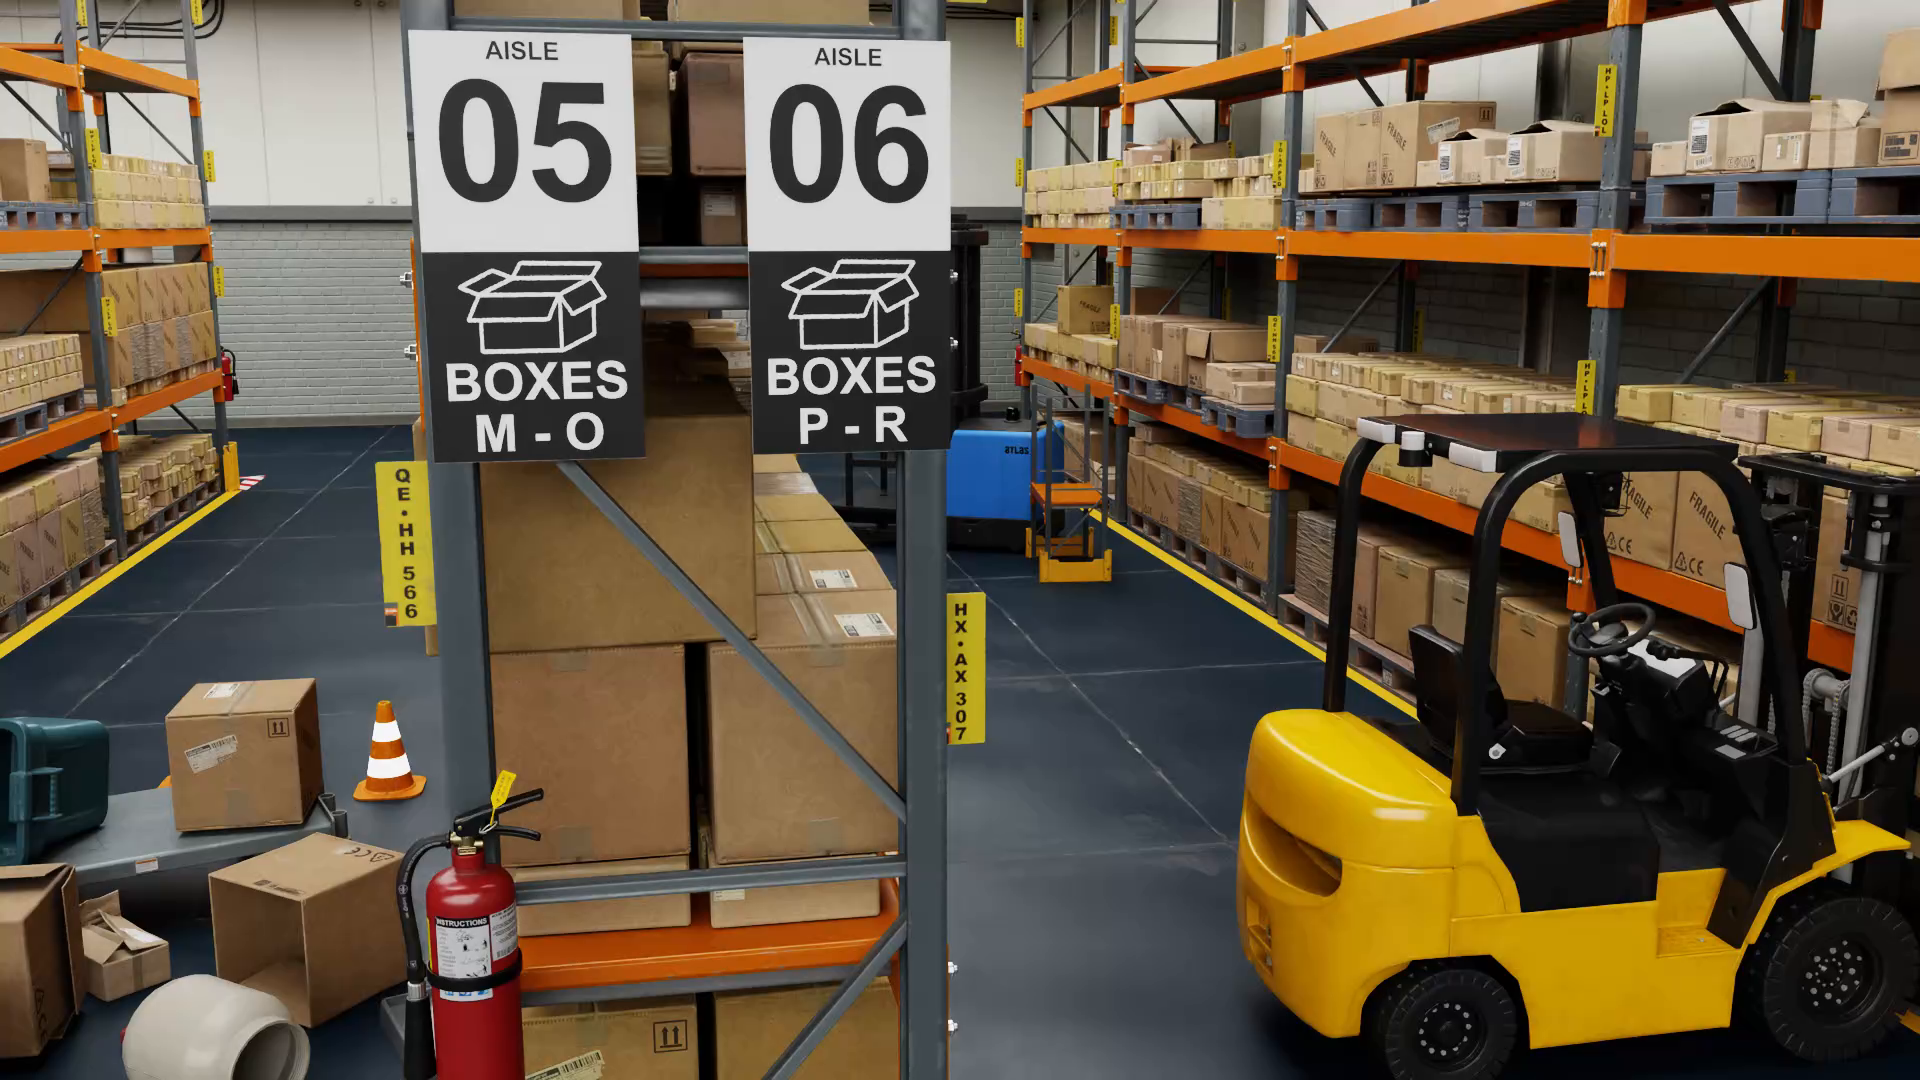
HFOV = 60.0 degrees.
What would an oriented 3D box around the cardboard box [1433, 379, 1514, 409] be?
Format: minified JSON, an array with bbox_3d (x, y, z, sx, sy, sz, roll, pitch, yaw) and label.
[{"bbox_3d":[3.000,-0.854,9.714,0.380,0.149,0.250,-2,11,-11],"label":"cardboard box"}]

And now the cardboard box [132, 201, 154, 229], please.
[{"bbox_3d":[-7.718,-2.968,15.202,0.500,0.250,0.500,-2,11,-9],"label":"cardboard box"}]

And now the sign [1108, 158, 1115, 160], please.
[{"bbox_3d":[1.776,-4.325,19.558,0.100,0.325,0.005,-2,11,-11],"label":"sign"}]

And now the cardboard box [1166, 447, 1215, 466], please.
[{"bbox_3d":[2.072,-0.743,14.959,0.380,0.149,0.250,-2,11,-12],"label":"cardboard box"}]

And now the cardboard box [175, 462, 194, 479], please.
[{"bbox_3d":[-7.877,-0.696,16.588,0.380,0.149,0.250,-2,11,-10],"label":"cardboard box"}]

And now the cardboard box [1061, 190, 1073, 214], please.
[{"bbox_3d":[1.376,-3.573,17.585,0.500,0.250,0.500,-2,11,-12],"label":"cardboard box"}]

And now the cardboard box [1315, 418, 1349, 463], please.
[{"bbox_3d":[2.723,-0.676,11.180,0.500,0.250,0.500,-2,11,-12],"label":"cardboard box"}]

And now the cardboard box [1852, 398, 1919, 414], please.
[{"bbox_3d":[4.103,-0.526,7.193,0.380,0.149,0.250,-2,11,-12],"label":"cardboard box"}]

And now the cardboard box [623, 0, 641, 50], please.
[{"bbox_3d":[-0.896,-1.126,3.659,0.380,0.149,0.250,-2,11,-10],"label":"cardboard box"}]

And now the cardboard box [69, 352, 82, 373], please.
[{"bbox_3d":[-7.427,-1.449,13.596,0.380,0.149,0.250,-2,11,-9],"label":"cardboard box"}]

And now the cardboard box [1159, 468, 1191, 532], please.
[{"bbox_3d":[2.085,-0.358,14.673,0.500,0.500,0.500,-2,11,-13],"label":"cardboard box"}]

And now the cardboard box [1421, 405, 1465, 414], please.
[{"bbox_3d":[3.015,-0.639,9.651,0.500,0.250,0.500,-2,11,-10],"label":"cardboard box"}]

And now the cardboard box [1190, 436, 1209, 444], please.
[{"bbox_3d":[2.360,-0.906,15.815,0.380,0.149,0.250,-3,11,-13],"label":"cardboard box"}]

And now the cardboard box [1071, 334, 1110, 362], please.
[{"bbox_3d":[1.471,-2.006,17.374,0.500,0.250,0.500,-2,11,-11],"label":"cardboard box"}]

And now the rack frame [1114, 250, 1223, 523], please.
[{"bbox_3d":[2.006,-1.666,15.981,1.000,3.000,0.127,-2,11,-11],"label":"rack frame"}]

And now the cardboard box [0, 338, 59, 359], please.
[{"bbox_3d":[-7.327,-1.498,13.056,0.380,0.149,0.250,-2,11,-13],"label":"cardboard box"}]

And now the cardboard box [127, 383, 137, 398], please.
[{"bbox_3d":[-7.706,-1.368,15.089,0.380,0.149,0.250,-3,11,-14],"label":"cardboard box"}]

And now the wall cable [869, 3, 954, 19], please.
[{"bbox_3d":[-1.545,-6.338,24.383,2.988,3.039,0.133,-2,11,-11],"label":"wall cable"}]

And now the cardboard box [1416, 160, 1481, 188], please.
[{"bbox_3d":[2.900,-2.136,9.711,0.380,0.149,0.250,-2,11,-12],"label":"cardboard box"}]

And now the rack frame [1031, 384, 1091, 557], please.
[{"bbox_3d":[0.865,-0.592,14.350,0.500,1.500,0.032,-1,11,-4],"label":"rack frame"}]

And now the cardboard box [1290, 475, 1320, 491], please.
[{"bbox_3d":[2.836,-0.429,13.307,0.380,0.149,0.250,-2,11,-10],"label":"cardboard box"}]

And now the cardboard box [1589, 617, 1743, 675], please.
[{"bbox_3d":[3.348,0.555,7.870,0.500,0.250,0.500,-2,11,-12],"label":"cardboard box"}]

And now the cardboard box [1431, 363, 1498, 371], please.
[{"bbox_3d":[3.287,-1.061,10.799,0.380,0.149,0.250,-2,11,-11],"label":"cardboard box"}]

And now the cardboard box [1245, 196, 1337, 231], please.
[{"bbox_3d":[2.446,-2.418,12.308,0.500,0.250,0.500,-2,11,-13],"label":"cardboard box"}]

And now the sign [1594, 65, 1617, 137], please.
[{"bbox_3d":[3.031,-2.059,7.800,0.100,0.325,0.005,-2,11,-11],"label":"sign"}]

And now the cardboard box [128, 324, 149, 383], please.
[{"bbox_3d":[-7.651,-1.672,14.949,0.500,0.500,0.500,-2,11,-11],"label":"cardboard box"}]

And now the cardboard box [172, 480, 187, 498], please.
[{"bbox_3d":[-7.848,-0.501,16.364,0.380,0.149,0.250,-2,11,-10],"label":"cardboard box"}]

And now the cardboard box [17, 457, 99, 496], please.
[{"bbox_3d":[-7.305,-0.506,13.440,0.500,0.250,0.500,-2,11,-13],"label":"cardboard box"}]

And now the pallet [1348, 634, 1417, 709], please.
[{"bbox_3d":[3.139,0.813,10.413,1.003,0.211,1.213,-2,11,-11],"label":"pallet"}]

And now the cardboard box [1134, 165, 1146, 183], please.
[{"bbox_3d":[1.763,-3.253,14.780,0.380,0.149,0.250,-2,11,-12],"label":"cardboard box"}]

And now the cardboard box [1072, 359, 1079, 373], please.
[{"bbox_3d":[1.413,-1.876,17.753,0.380,0.149,0.250,-2,11,-11],"label":"cardboard box"}]

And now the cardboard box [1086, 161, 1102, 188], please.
[{"bbox_3d":[1.564,-3.634,16.567,0.500,0.250,0.500,-2,11,-12],"label":"cardboard box"}]

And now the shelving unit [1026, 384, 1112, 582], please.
[{"bbox_3d":[0.901,-0.499,13.860,0.587,1.500,1.083,-1,11,-4],"label":"shelving unit"}]

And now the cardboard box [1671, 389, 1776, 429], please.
[{"bbox_3d":[3.490,-0.599,7.579,0.380,0.149,0.250,-2,11,-10],"label":"cardboard box"}]

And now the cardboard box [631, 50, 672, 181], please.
[{"bbox_3d":[-0.892,-0.914,3.613,0.500,0.250,0.500,-2,11,-12],"label":"cardboard box"}]

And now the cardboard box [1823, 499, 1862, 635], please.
[{"bbox_3d":[3.686,0.124,6.310,0.500,0.500,0.500,-2,11,-11],"label":"cardboard box"}]

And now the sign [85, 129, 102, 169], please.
[{"bbox_3d":[-7.155,-3.228,13.729,0.100,0.325,0.005,-2,11,-11],"label":"sign"}]

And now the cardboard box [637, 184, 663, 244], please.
[{"bbox_3d":[-0.955,-0.833,4.252,0.380,0.149,0.250,-2,11,-11],"label":"cardboard box"}]

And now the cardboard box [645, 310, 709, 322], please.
[{"bbox_3d":[-1.940,-1.391,11.593,0.500,0.500,0.500,-2,11,-13],"label":"cardboard box"}]

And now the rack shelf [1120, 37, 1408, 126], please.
[{"bbox_3d":[2.395,-3.696,13.597,1.077,0.370,4.000,-2,11,-11],"label":"rack shelf"}]

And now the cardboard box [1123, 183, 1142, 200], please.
[{"bbox_3d":[1.690,-3.154,15.055,0.380,0.149,0.250,-2,11,-10],"label":"cardboard box"}]

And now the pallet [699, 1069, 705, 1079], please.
[{"bbox_3d":[-0.900,1.698,5.762,1.003,0.211,1.213,-2,11,-11],"label":"pallet"}]

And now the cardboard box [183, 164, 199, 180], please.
[{"bbox_3d":[-8.123,-3.811,17.225,0.380,0.149,0.250,-2,11,-12],"label":"cardboard box"}]

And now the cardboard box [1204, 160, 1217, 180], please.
[{"bbox_3d":[2.174,-2.964,13.320,0.380,0.149,0.250,-2,11,-11],"label":"cardboard box"}]

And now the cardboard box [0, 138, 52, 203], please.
[{"bbox_3d":[-7.732,-2.942,13.270,0.700,0.500,0.500,-2,11,-11],"label":"cardboard box"}]

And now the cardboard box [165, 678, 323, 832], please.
[{"bbox_3d":[-3.047,0.909,7.114,0.500,0.500,0.500,-2,11,-11],"label":"cardboard box"}]

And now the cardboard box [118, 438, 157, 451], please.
[{"bbox_3d":[-8.536,-0.963,17.199,0.380,0.149,0.250,-2,11,-10],"label":"cardboard box"}]

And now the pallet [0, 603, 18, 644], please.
[{"bbox_3d":[-7.071,0.674,11.145,1.003,0.211,1.213,-2,11,-11],"label":"pallet"}]

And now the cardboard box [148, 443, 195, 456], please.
[{"bbox_3d":[-7.969,-0.889,16.810,0.380,0.149,0.250,-3,11,-13],"label":"cardboard box"}]

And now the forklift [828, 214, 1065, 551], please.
[{"bbox_3d":[-0.604,-1.471,15.142,3.031,2.935,1.130,3,11,15],"label":"forklift"}]

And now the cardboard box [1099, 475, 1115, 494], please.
[{"bbox_3d":[1.609,-0.563,16.689,0.380,0.149,0.250,-2,11,-13],"label":"cardboard box"}]

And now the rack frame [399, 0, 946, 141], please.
[{"bbox_3d":[-0.528,-2.231,2.904,1.000,3.000,0.127,-2,11,-11],"label":"rack frame"}]

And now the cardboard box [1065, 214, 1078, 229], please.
[{"bbox_3d":[1.318,-3.353,17.491,0.380,0.149,0.250,-2,11,-10],"label":"cardboard box"}]

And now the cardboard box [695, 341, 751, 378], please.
[{"bbox_3d":[-1.051,-0.837,7.703,0.380,0.149,0.250,-2,11,-11],"label":"cardboard box"}]

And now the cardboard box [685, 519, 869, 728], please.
[{"bbox_3d":[-0.553,0.236,4.927,0.500,0.500,0.500,-2,11,-12],"label":"cardboard box"}]

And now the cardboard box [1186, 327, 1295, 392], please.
[{"bbox_3d":[2.285,-1.482,13.615,0.797,0.503,0.637,-2,11,-12],"label":"cardboard box"}]

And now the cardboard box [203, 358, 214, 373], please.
[{"bbox_3d":[-8.136,-1.847,17.603,0.380,0.149,0.250,-2,11,-11],"label":"cardboard box"}]

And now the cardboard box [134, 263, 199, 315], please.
[{"bbox_3d":[-8.045,-2.538,16.827,0.500,0.500,0.500,-3,11,-13],"label":"cardboard box"}]

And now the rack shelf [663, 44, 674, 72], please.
[{"bbox_3d":[-2.473,-3.515,12.645,1.077,0.370,4.000,-2,11,-11],"label":"rack shelf"}]
